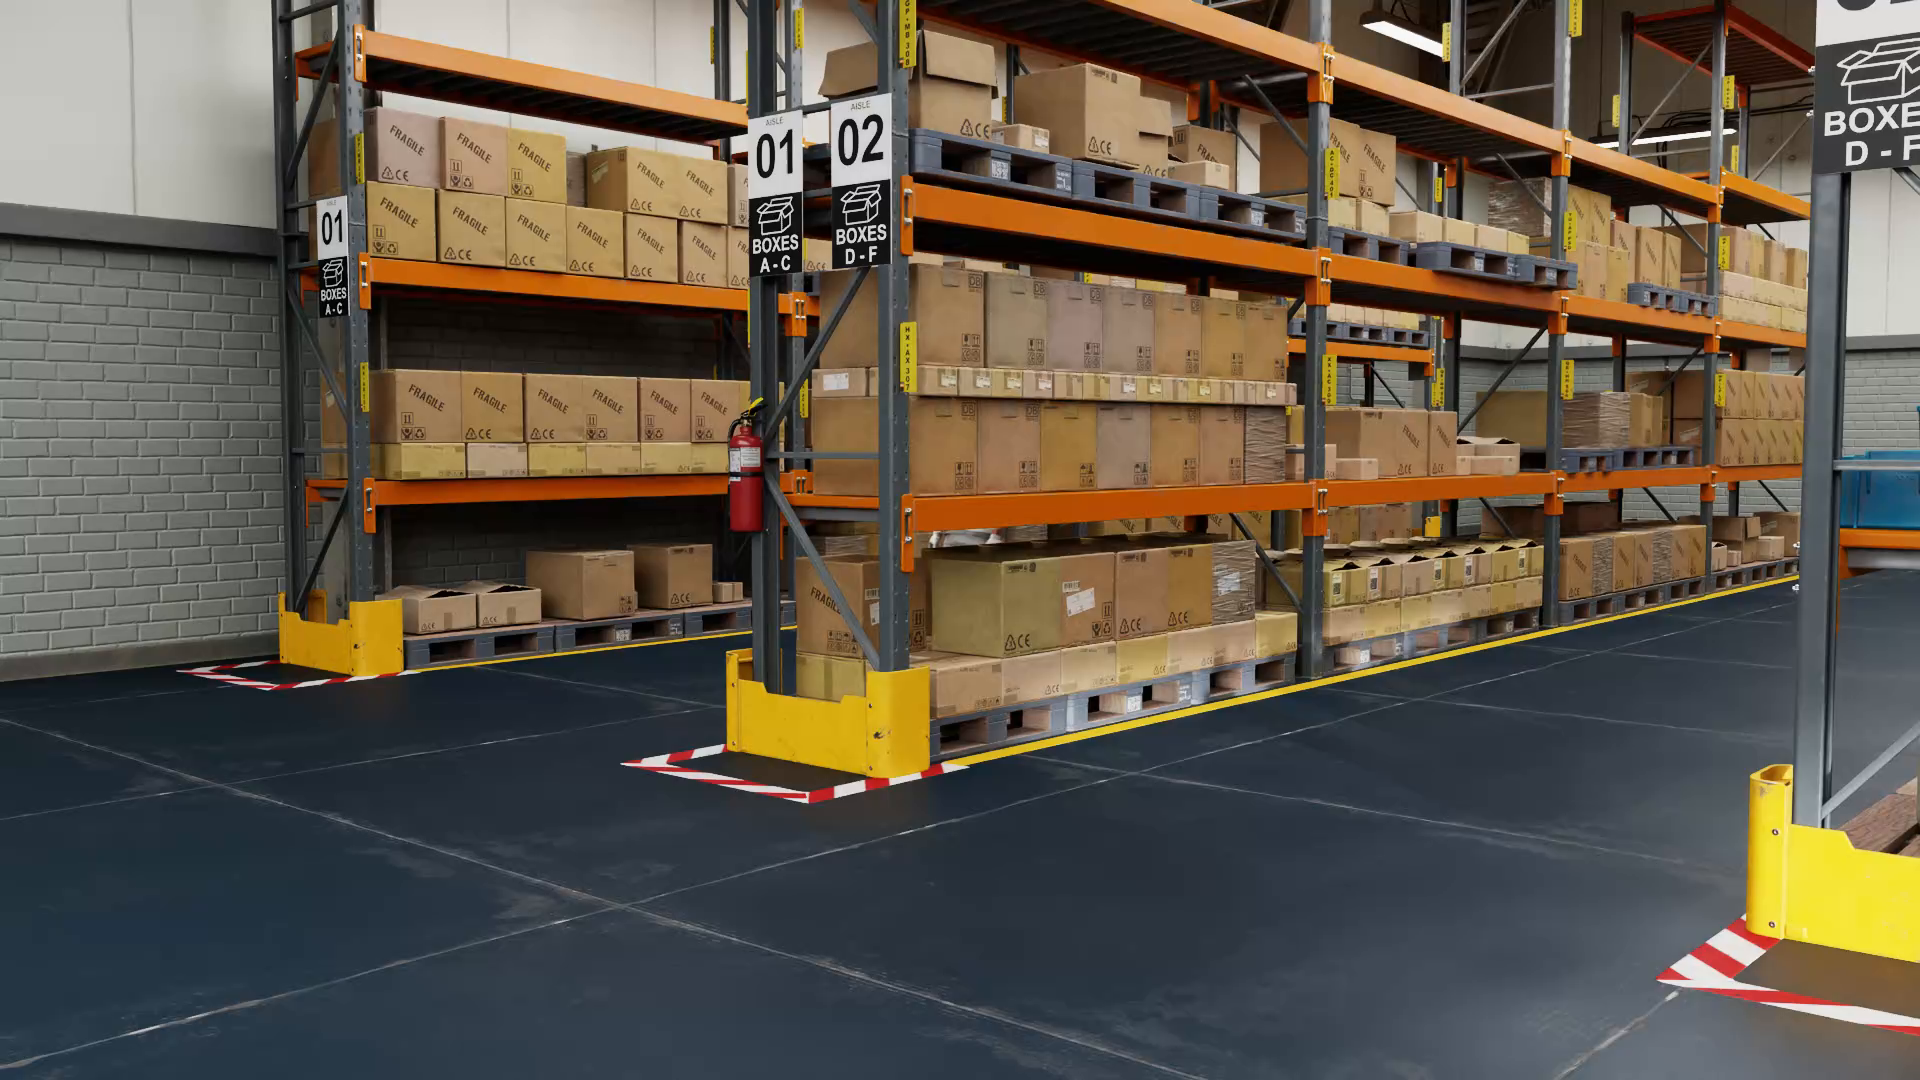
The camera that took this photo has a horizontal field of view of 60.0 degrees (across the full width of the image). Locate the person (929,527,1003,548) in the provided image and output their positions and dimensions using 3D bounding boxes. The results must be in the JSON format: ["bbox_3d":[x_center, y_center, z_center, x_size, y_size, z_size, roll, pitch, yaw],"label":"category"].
[{"bbox_3d":[0.041,0.008,11.417,0.609,1.779,0.454,3,5,41],"label":"person"}]
